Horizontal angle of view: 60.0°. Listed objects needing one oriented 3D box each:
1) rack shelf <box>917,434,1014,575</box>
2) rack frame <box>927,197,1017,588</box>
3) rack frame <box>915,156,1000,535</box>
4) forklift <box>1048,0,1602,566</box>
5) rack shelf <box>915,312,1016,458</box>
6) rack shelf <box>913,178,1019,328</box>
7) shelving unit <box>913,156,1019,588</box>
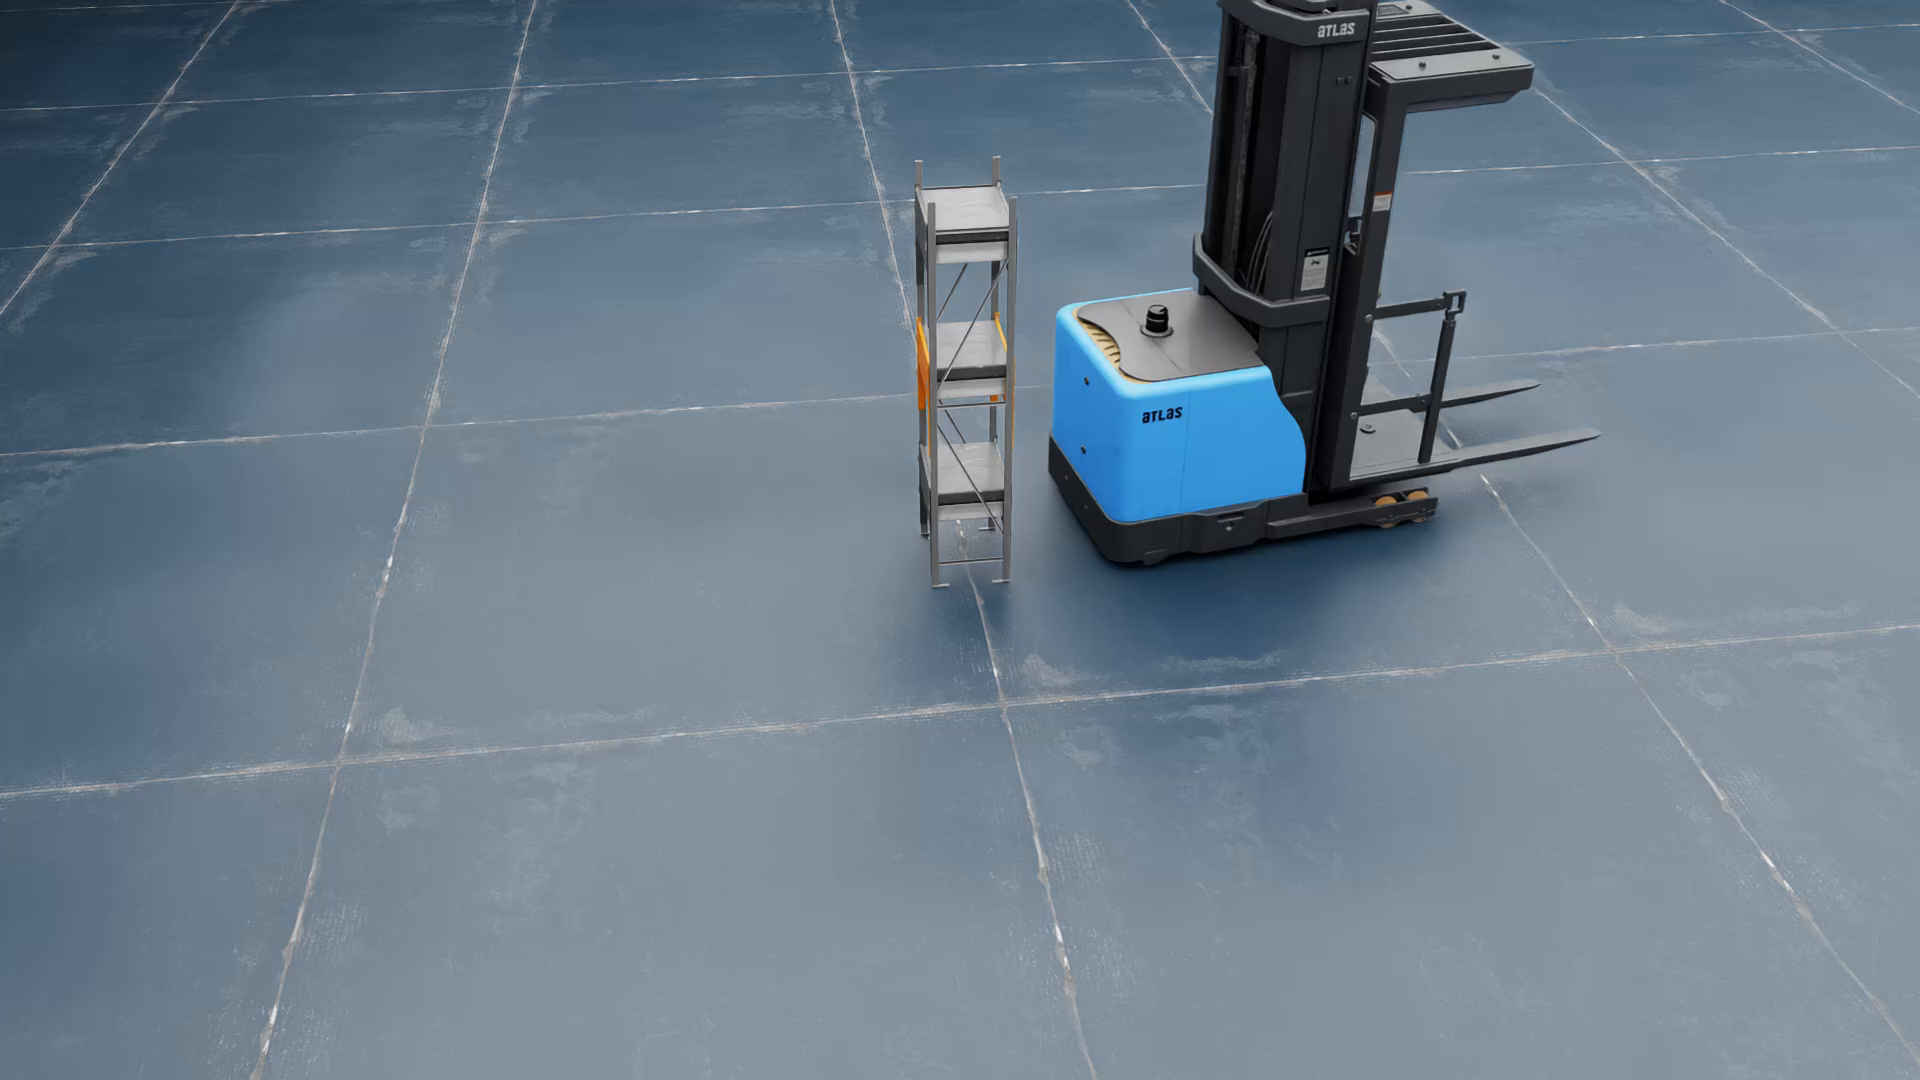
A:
[{"bbox_3d":[0.022,-0.186,8.554,0.431,0.518,0.480,-4,35,-6],"label":"rack shelf"},{"bbox_3d":[0.055,-0.639,7.952,0.400,2.100,0.015,-4,35,-6],"label":"rack frame"},{"bbox_3d":[-0.011,-0.911,8.352,0.400,2.100,0.015,-4,35,-6],"label":"rack frame"},{"bbox_3d":[2.069,-1.551,8.552,3.031,2.935,1.130,-10,35,-14],"label":"forklift"},{"bbox_3d":[0.022,-0.764,8.159,0.431,0.518,0.480,-4,35,-6],"label":"rack shelf"},{"bbox_3d":[0.022,-1.342,7.765,0.431,0.518,0.480,-4,35,-6],"label":"rack shelf"},{"bbox_3d":[0.022,-0.775,8.152,0.431,2.100,0.503,-4,35,-6],"label":"shelving unit"}]
